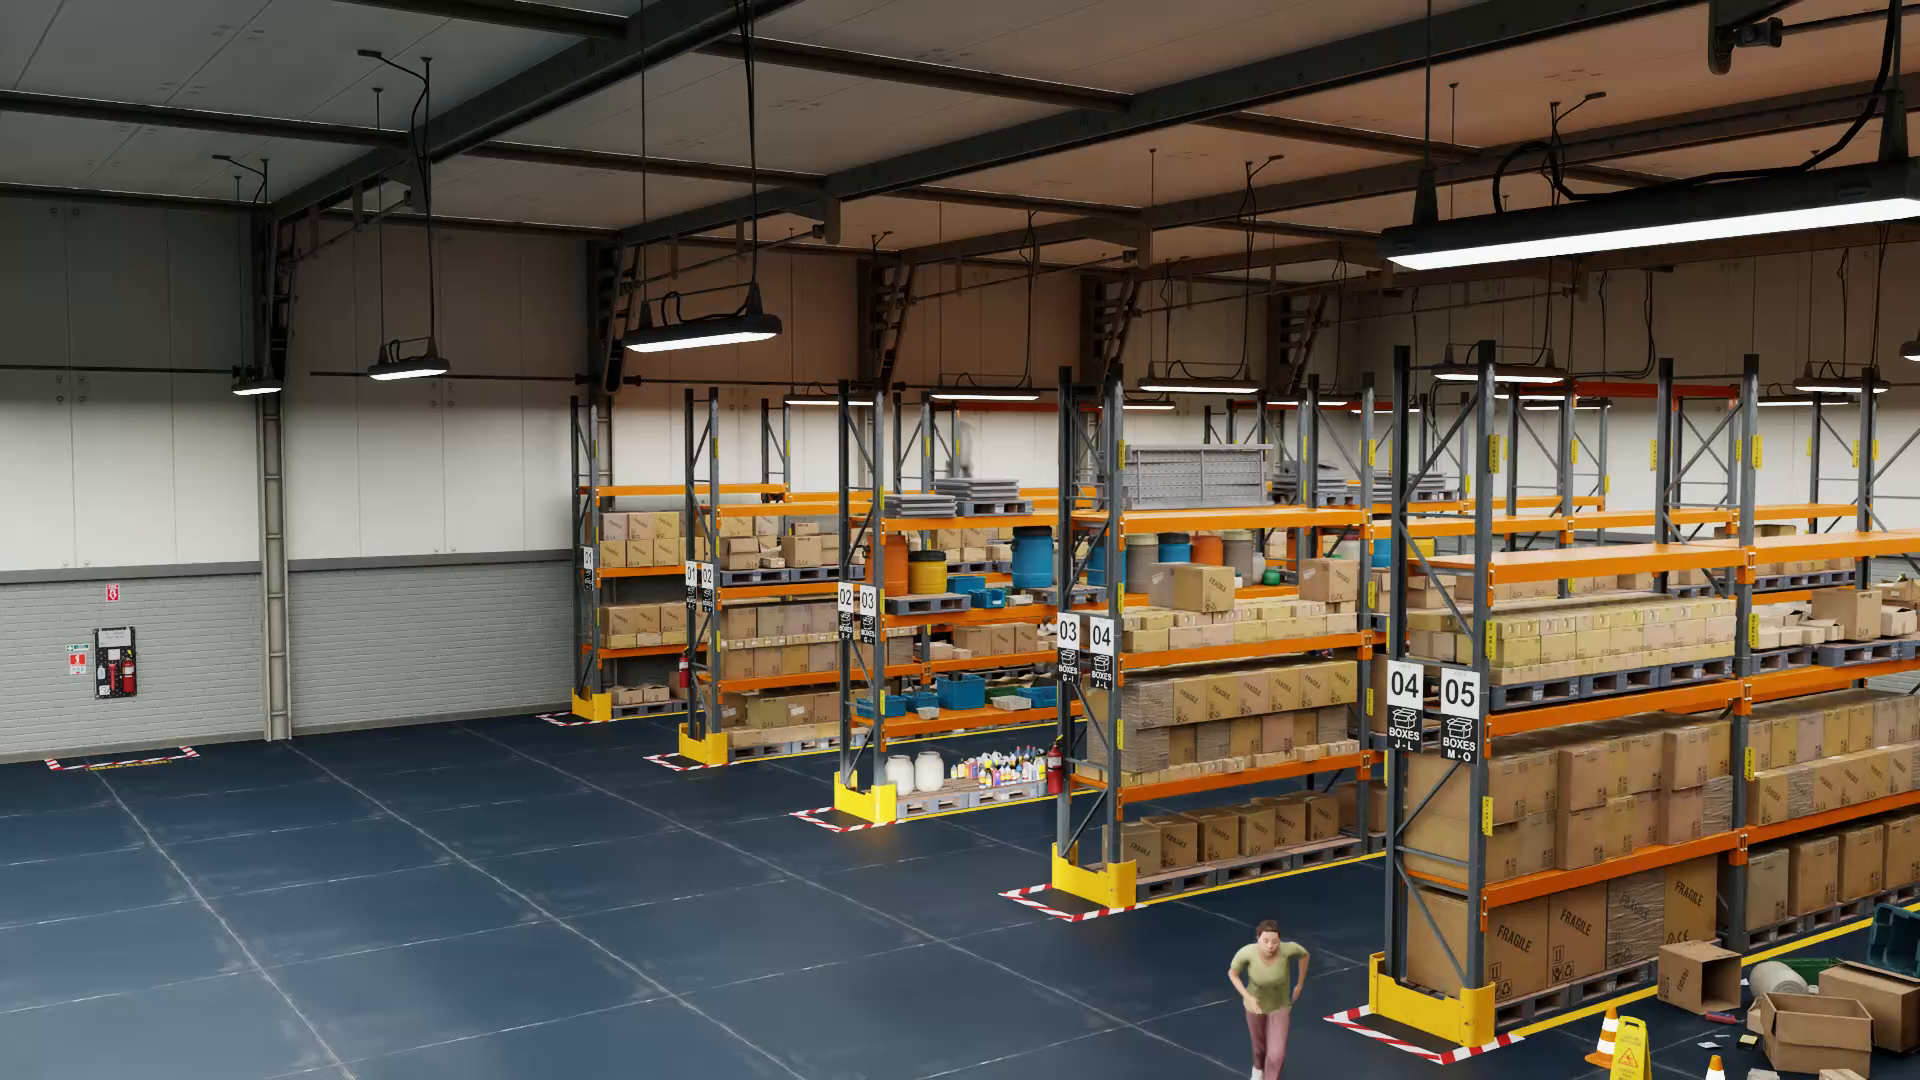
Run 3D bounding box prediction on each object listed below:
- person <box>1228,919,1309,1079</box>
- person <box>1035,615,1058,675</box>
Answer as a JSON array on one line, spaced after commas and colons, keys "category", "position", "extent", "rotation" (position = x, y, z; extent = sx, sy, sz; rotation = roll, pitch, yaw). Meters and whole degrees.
[{"category": "person", "position": [2.354, 3.616, 12.759], "extent": [0.614, 1.625, 1.003], "rotation": [0, 3, 4]}, {"category": "person", "position": [1.792, 2.275, 34.285], "extent": [0.534, 1.655, 0.563], "rotation": [-3, 5, -44]}]
